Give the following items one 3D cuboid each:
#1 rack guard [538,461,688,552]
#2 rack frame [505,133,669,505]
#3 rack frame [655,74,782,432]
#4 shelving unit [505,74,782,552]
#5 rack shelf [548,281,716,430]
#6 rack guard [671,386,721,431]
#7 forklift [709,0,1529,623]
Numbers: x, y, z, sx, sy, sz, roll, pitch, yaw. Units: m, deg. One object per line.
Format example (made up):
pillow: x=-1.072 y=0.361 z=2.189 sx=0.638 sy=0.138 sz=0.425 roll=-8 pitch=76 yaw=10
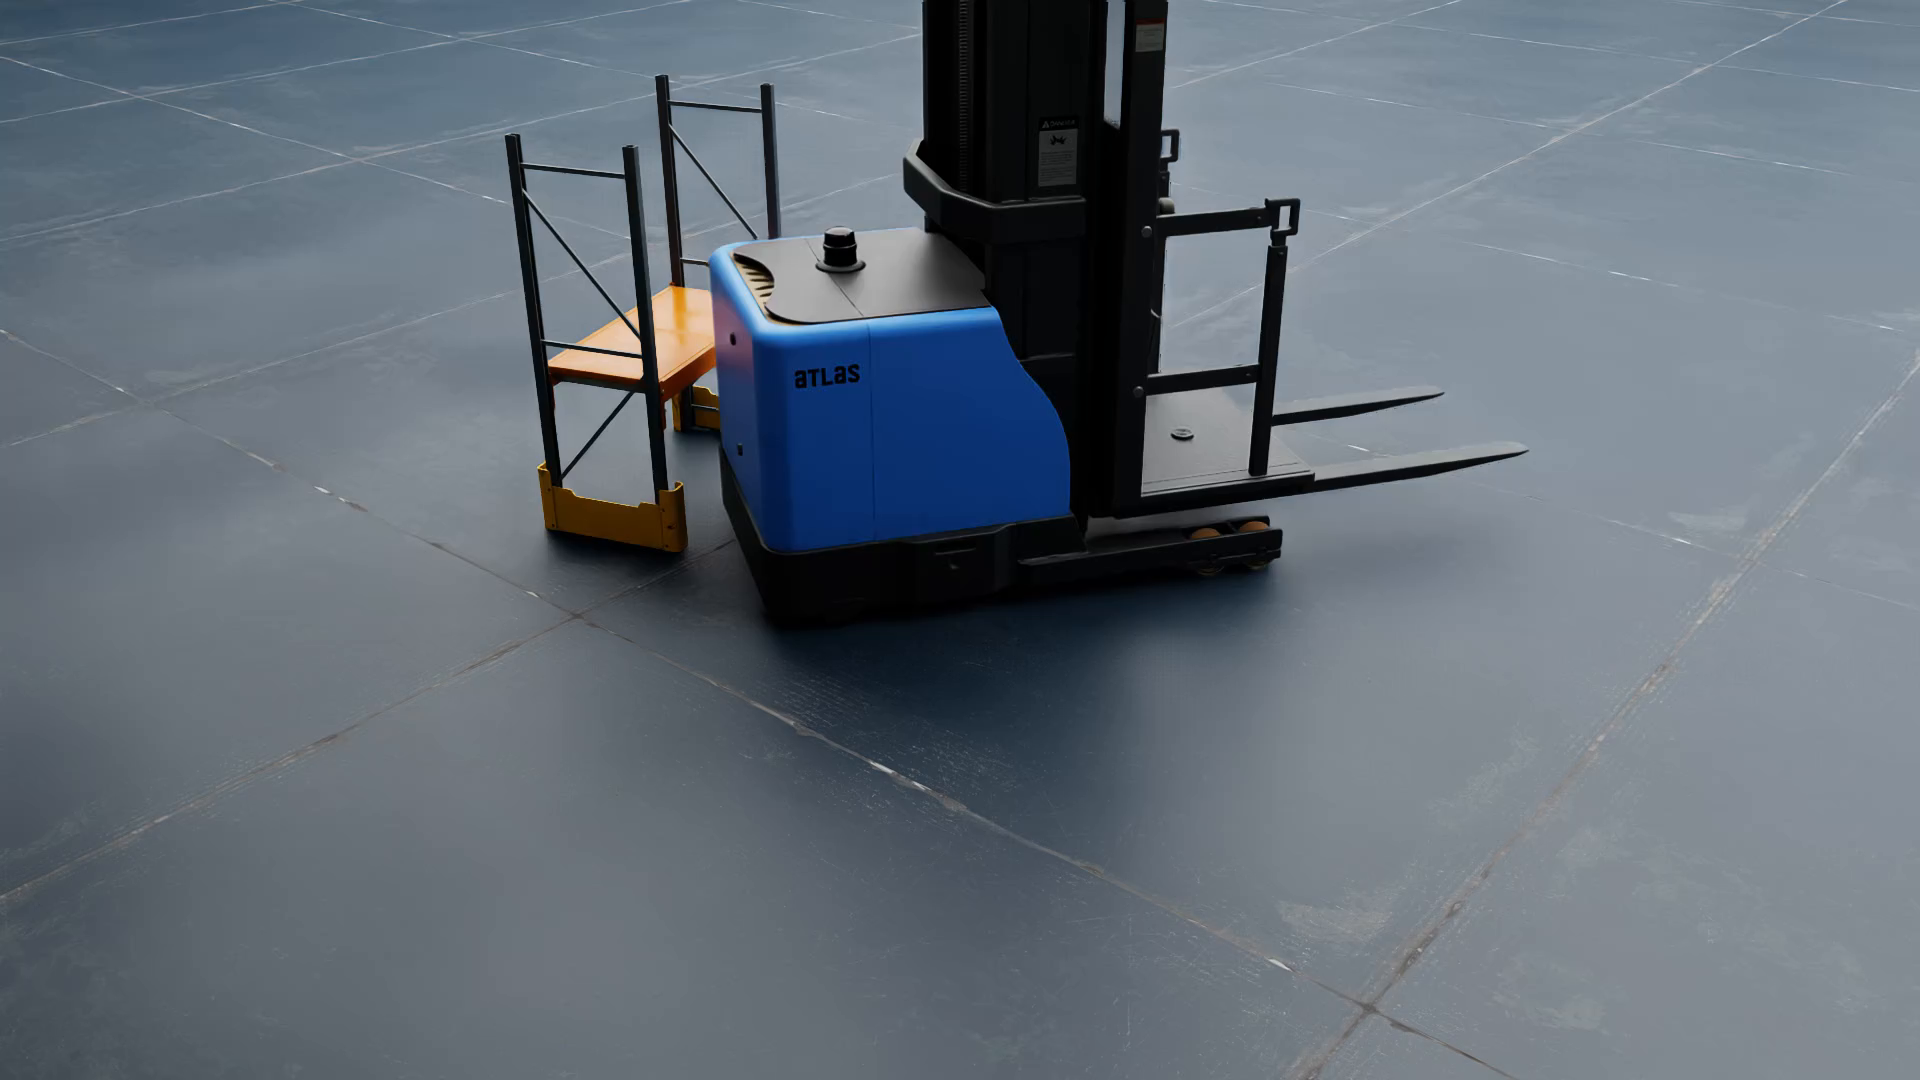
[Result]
rack guard: x=-1.300 y=-0.128 z=6.225 sx=0.587 sy=0.250 sz=0.087 roll=10 pitch=29 yaw=18
rack frame: x=-1.307 y=-0.675 z=5.922 sx=0.500 sy=1.500 sz=0.032 roll=10 pitch=29 yaw=18
rack frame: x=-0.951 y=-1.112 z=6.768 sx=0.500 sy=1.500 sz=0.032 roll=10 pitch=29 yaw=18
shelving unit: x=-1.126 y=-0.897 z=6.353 sx=0.587 sy=1.500 sz=1.083 roll=10 pitch=29 yaw=18
rack shelf: x=-1.129 y=-0.734 z=6.428 sx=0.538 sy=0.185 sz=1.000 roll=10 pitch=29 yaw=18
rack guard: x=-0.951 y=-0.557 z=7.054 sx=0.587 sy=0.250 sz=0.087 roll=10 pitch=29 yaw=18
forklift: x=0.663 y=-1.398 z=5.763 sx=3.031 sy=2.935 sz=1.130 roll=-8 pitch=28 yaw=-15
